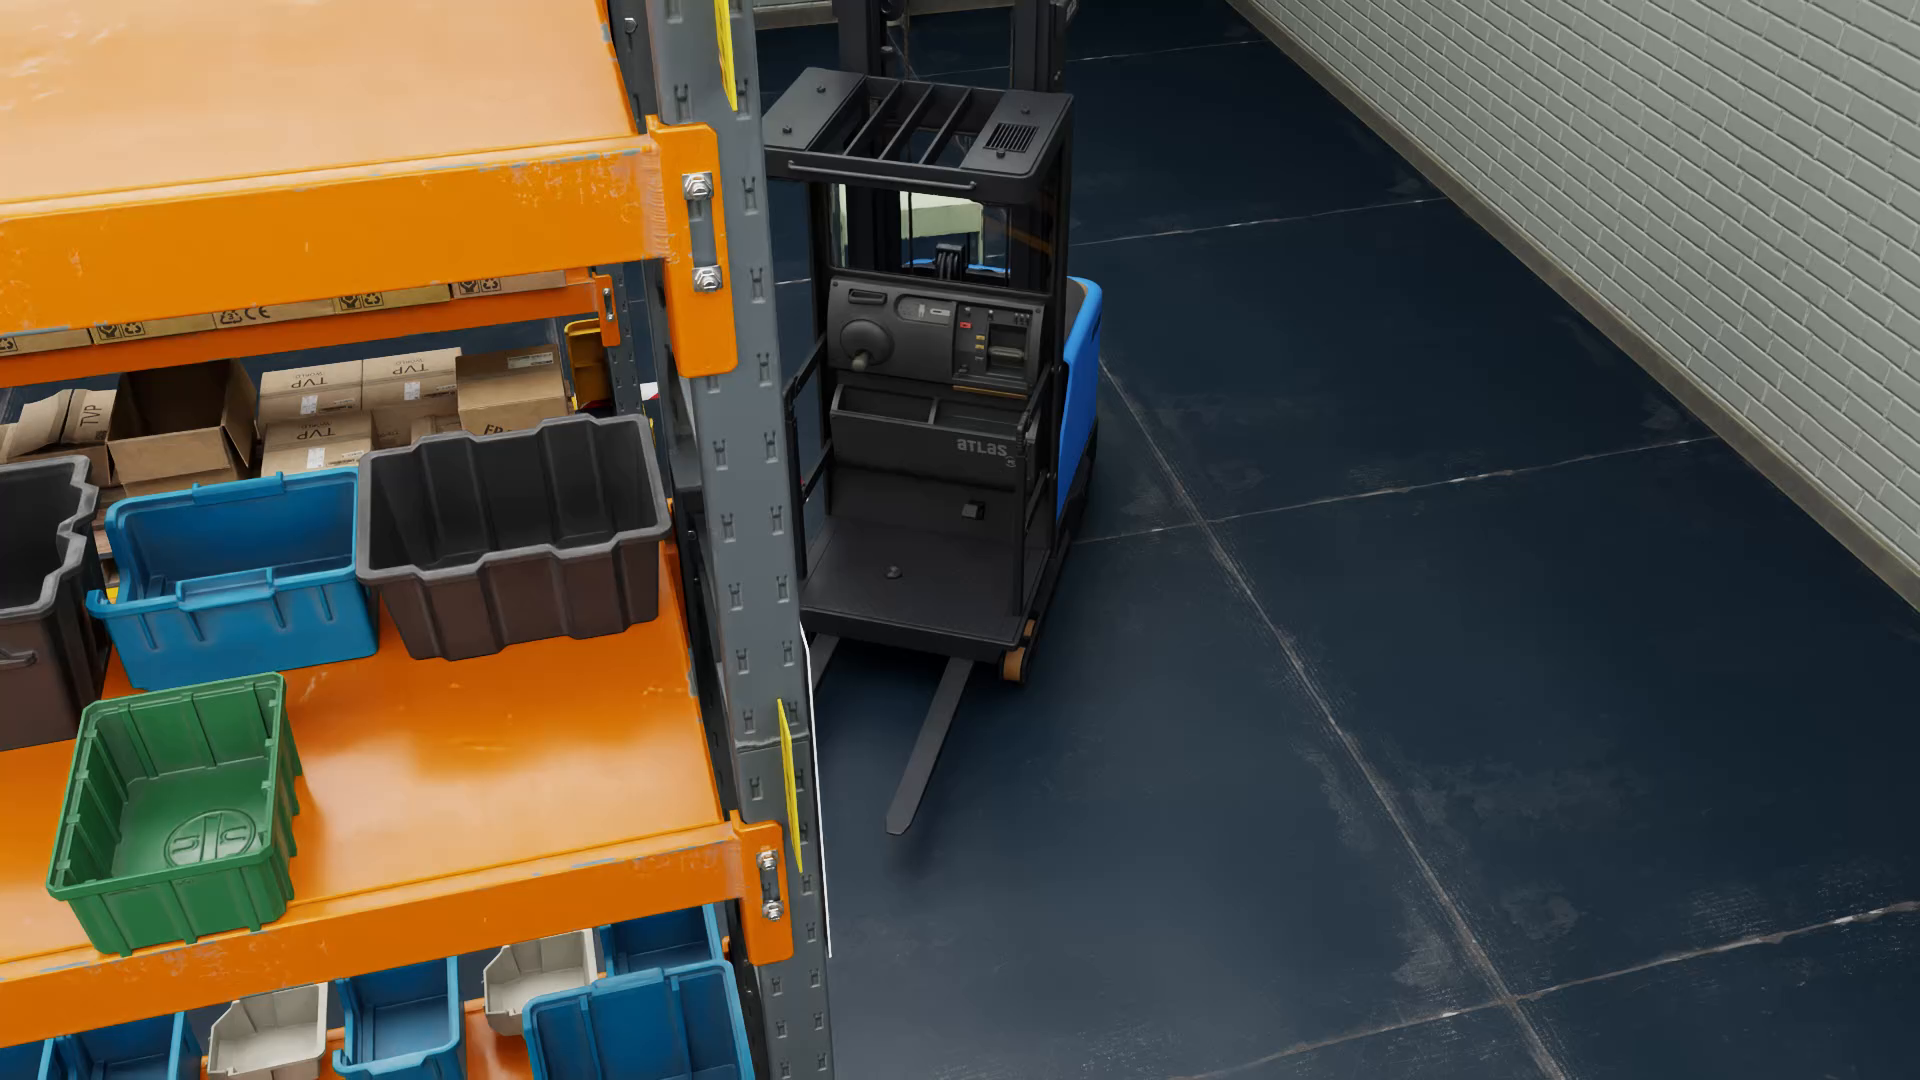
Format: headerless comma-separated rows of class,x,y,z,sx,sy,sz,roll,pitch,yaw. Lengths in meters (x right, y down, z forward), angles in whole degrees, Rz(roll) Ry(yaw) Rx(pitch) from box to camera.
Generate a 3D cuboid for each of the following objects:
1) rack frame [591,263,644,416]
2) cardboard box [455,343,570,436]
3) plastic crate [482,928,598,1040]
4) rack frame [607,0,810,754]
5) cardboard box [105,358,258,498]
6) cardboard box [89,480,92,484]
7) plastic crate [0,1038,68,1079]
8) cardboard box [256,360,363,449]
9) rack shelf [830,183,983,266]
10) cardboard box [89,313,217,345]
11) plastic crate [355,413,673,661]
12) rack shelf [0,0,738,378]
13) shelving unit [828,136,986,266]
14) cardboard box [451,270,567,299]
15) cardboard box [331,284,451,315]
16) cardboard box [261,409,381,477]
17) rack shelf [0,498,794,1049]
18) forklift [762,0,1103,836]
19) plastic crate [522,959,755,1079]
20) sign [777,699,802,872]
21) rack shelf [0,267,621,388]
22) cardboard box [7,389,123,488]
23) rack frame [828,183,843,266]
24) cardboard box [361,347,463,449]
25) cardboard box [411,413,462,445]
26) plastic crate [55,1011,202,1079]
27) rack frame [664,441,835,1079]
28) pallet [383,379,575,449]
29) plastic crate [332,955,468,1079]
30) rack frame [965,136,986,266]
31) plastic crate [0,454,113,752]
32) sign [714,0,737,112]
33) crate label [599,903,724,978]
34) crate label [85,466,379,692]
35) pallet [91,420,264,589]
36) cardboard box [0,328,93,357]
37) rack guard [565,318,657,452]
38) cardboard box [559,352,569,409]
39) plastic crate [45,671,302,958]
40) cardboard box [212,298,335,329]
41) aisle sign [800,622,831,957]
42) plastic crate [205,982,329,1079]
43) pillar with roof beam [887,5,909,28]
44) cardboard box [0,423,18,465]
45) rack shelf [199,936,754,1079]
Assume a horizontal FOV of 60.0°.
rack frame,-1.736,-1.655,7.925,0.127,3.000,1.000,-9,38,-12
cardboard box,-2.196,-0.607,8.249,0.500,0.500,0.500,-9,38,-12
plastic crate,-1.103,1.180,4.386,0.298,0.136,0.250,-9,38,-12
rack frame,-0.448,-1.132,2.303,0.127,3.000,1.000,-9,38,-12
cardboard box,-3.785,-0.506,8.114,0.637,0.503,0.797,-9,38,-12
cardboard box,-4.303,-0.154,7.931,0.250,0.166,0.380,-9,38,-12
plastic crate,-2.333,1.395,4.025,0.300,0.233,0.416,-9,38,-12
cardboard box,-3.300,-0.660,8.524,0.500,0.250,0.500,-9,38,-12
rack shelf,-0.279,-1.632,8.483,0.720,0.370,0.431,-8,38,-10
cardboard box,-3.567,-1.225,7.279,0.500,0.500,0.500,-10,39,-13
plastic crate,-0.892,0.009,3.388,0.590,0.269,0.497,-9,38,-12
rack shelf,-2.379,-0.371,2.229,4.000,0.370,1.077,-9,38,-12
shelving unit,-0.278,-1.320,8.717,0.755,1.500,0.431,-8,38,-10
cardboard box,-2.097,-1.465,7.593,0.500,0.500,0.500,-8,38,-11
cardboard box,-2.597,-1.380,7.483,0.500,0.500,0.500,-9,38,-12
cardboard box,-3.121,-0.375,8.151,0.500,0.250,0.500,-9,38,-12
rack shelf,-2.379,0.662,3.019,4.000,0.370,1.077,-9,38,-12
forklift,-0.161,-0.795,6.856,1.130,2.935,3.031,9,38,12
plastic crate,-0.722,1.375,3.884,0.499,0.435,0.616,-9,38,-12
sign,-0.289,0.421,2.828,0.005,0.325,0.100,-9,38,-12
rack shelf,-3.666,-1.053,7.729,4.000,0.370,1.077,-9,38,-12
cardboard box,-4.397,-0.504,8.270,0.500,0.311,0.500,-9,38,-12
rack frame,-0.636,-1.273,8.656,0.023,1.500,0.400,-8,38,-10
cardboard box,-2.817,-0.739,8.628,0.500,0.250,0.500,-9,38,-12
cardboard box,-2.611,-0.463,8.335,0.250,0.166,0.380,-9,38,-12
plastic crate,-2.043,1.348,4.087,0.300,0.233,0.416,-9,38,-12
rack frame,-0.448,1.251,4.126,0.127,3.000,1.000,-9,38,-12
pallet,-2.578,-0.409,8.590,1.213,0.211,1.003,-9,38,-12
plastic crate,-1.408,1.244,4.223,0.300,0.233,0.416,-9,38,-12
rack frame,0.079,-1.367,8.779,0.023,1.500,0.400,-8,38,-10
plastic crate,-1.994,0.165,3.128,0.767,0.338,0.504,-9,38,-12
sign,-0.289,-0.684,1.983,0.005,0.325,0.100,-9,38,-12
crate label,-0.772,1.139,4.360,0.303,0.233,0.416,-9,38,-12
crate label,-1.423,0.075,3.316,0.502,0.251,0.408,-9,38,-12
pallet,-3.754,-0.218,8.341,1.213,0.211,1.003,-9,38,-12
cardboard box,-4.057,-1.143,7.173,0.500,0.500,0.500,-10,38,-12
rack guard,-1.809,-0.651,8.668,0.348,0.500,1.175,-9,38,-12
cardboard box,-2.229,-0.833,8.834,0.250,0.149,0.380,-9,38,-12
plastic crate,-1.326,0.467,2.855,0.336,0.188,0.450,-9,38,-12
cardboard box,-3.080,-1.304,7.384,0.500,0.500,0.500,-9,38,-12
aisle sign,-0.302,0.379,3.126,0.004,0.787,0.394,-9,38,-12
plastic crate,-1.758,1.287,4.245,0.298,0.136,0.250,-9,38,-12
pillar with roof beam,0.473,-5.353,7.821,0.400,9.000,9.100,-9,38,-12
cardboard box,-4.775,-0.415,8.288,0.250,0.149,0.380,-9,38,-12
rack shelf,-2.379,1.853,3.930,4.000,0.370,1.077,-9,38,-12
